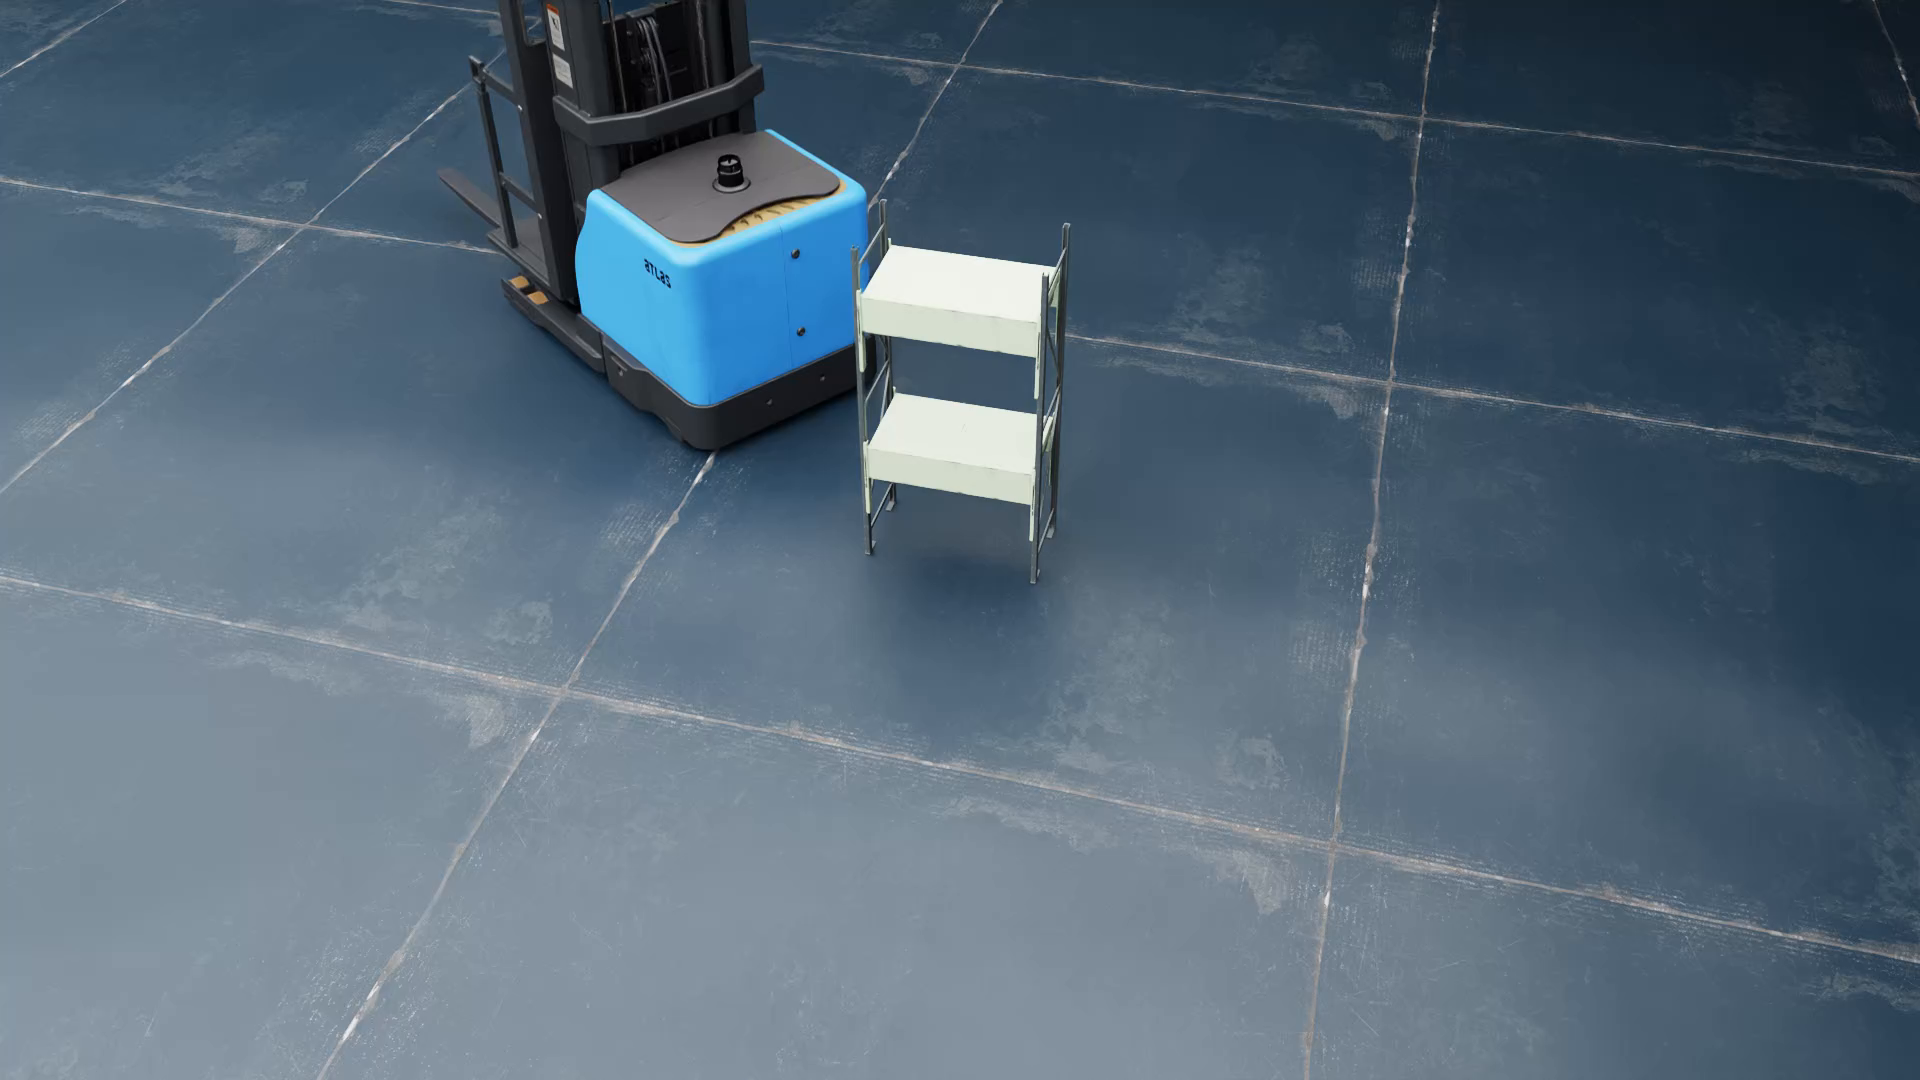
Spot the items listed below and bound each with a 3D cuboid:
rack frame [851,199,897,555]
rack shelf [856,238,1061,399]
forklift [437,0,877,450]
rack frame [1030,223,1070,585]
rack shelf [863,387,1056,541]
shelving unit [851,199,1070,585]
[{"bbox_3d":[-0.347,-0.634,6.839,0.023,1.500,0.400,10,41,11],"label":"rack frame"},{"bbox_3d":[0.006,-0.872,6.515,0.720,0.370,0.431,10,41,11],"label":"rack shelf"},{"bbox_3d":[-1.730,-2.418,7.850,1.130,2.935,3.031,-28,47,-29],"label":"forklift"},{"bbox_3d":[0.360,-0.512,6.694,0.023,1.500,0.400,10,41,11],"label":"rack frame"},{"bbox_3d":[0.006,-0.324,6.976,0.720,0.370,0.431,10,41,11],"label":"rack shelf"},{"bbox_3d":[0.006,-0.573,6.766,0.755,1.500,0.431,10,41,11],"label":"shelving unit"}]
